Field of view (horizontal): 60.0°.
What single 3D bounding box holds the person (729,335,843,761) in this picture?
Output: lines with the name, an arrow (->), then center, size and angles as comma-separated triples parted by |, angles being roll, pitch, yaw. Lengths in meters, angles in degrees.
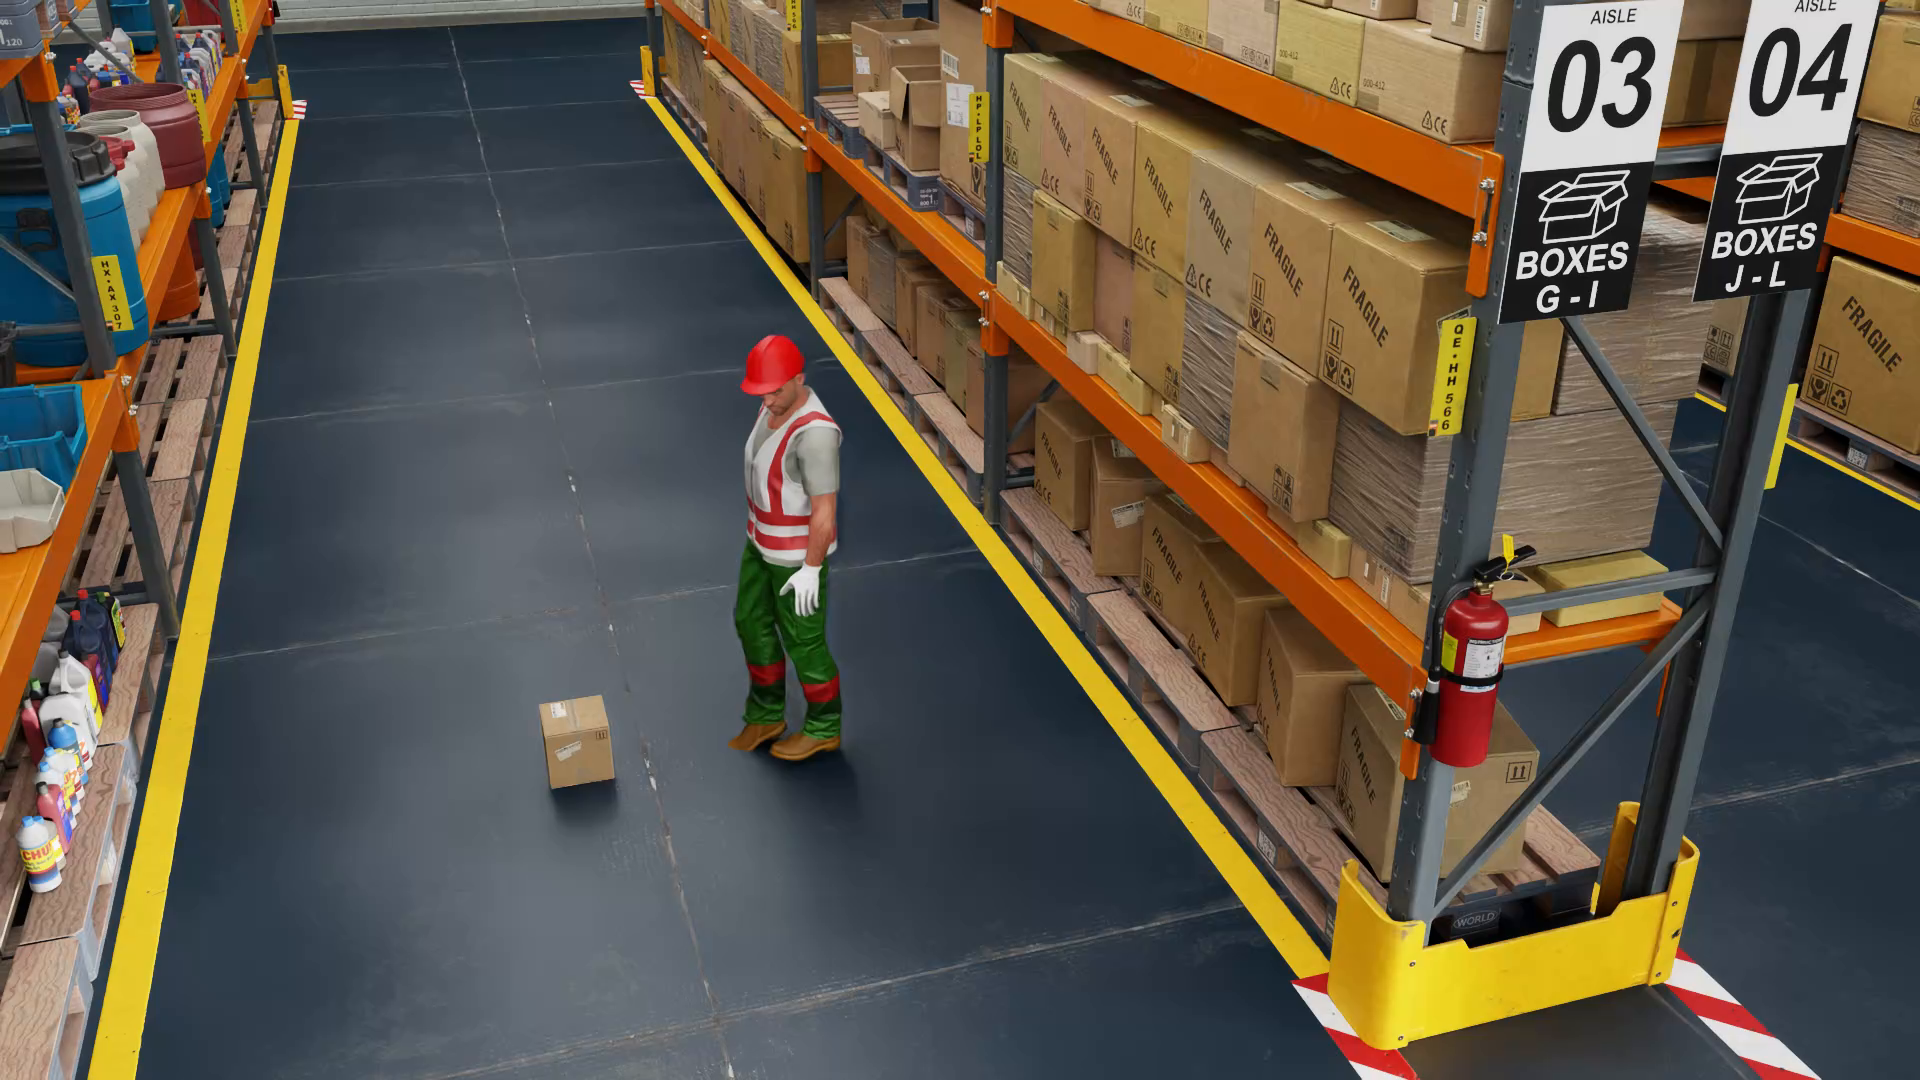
person -> -0.706, 0.090, 6.444 | 0.449, 1.864, 0.592 | -12, 29, -23
